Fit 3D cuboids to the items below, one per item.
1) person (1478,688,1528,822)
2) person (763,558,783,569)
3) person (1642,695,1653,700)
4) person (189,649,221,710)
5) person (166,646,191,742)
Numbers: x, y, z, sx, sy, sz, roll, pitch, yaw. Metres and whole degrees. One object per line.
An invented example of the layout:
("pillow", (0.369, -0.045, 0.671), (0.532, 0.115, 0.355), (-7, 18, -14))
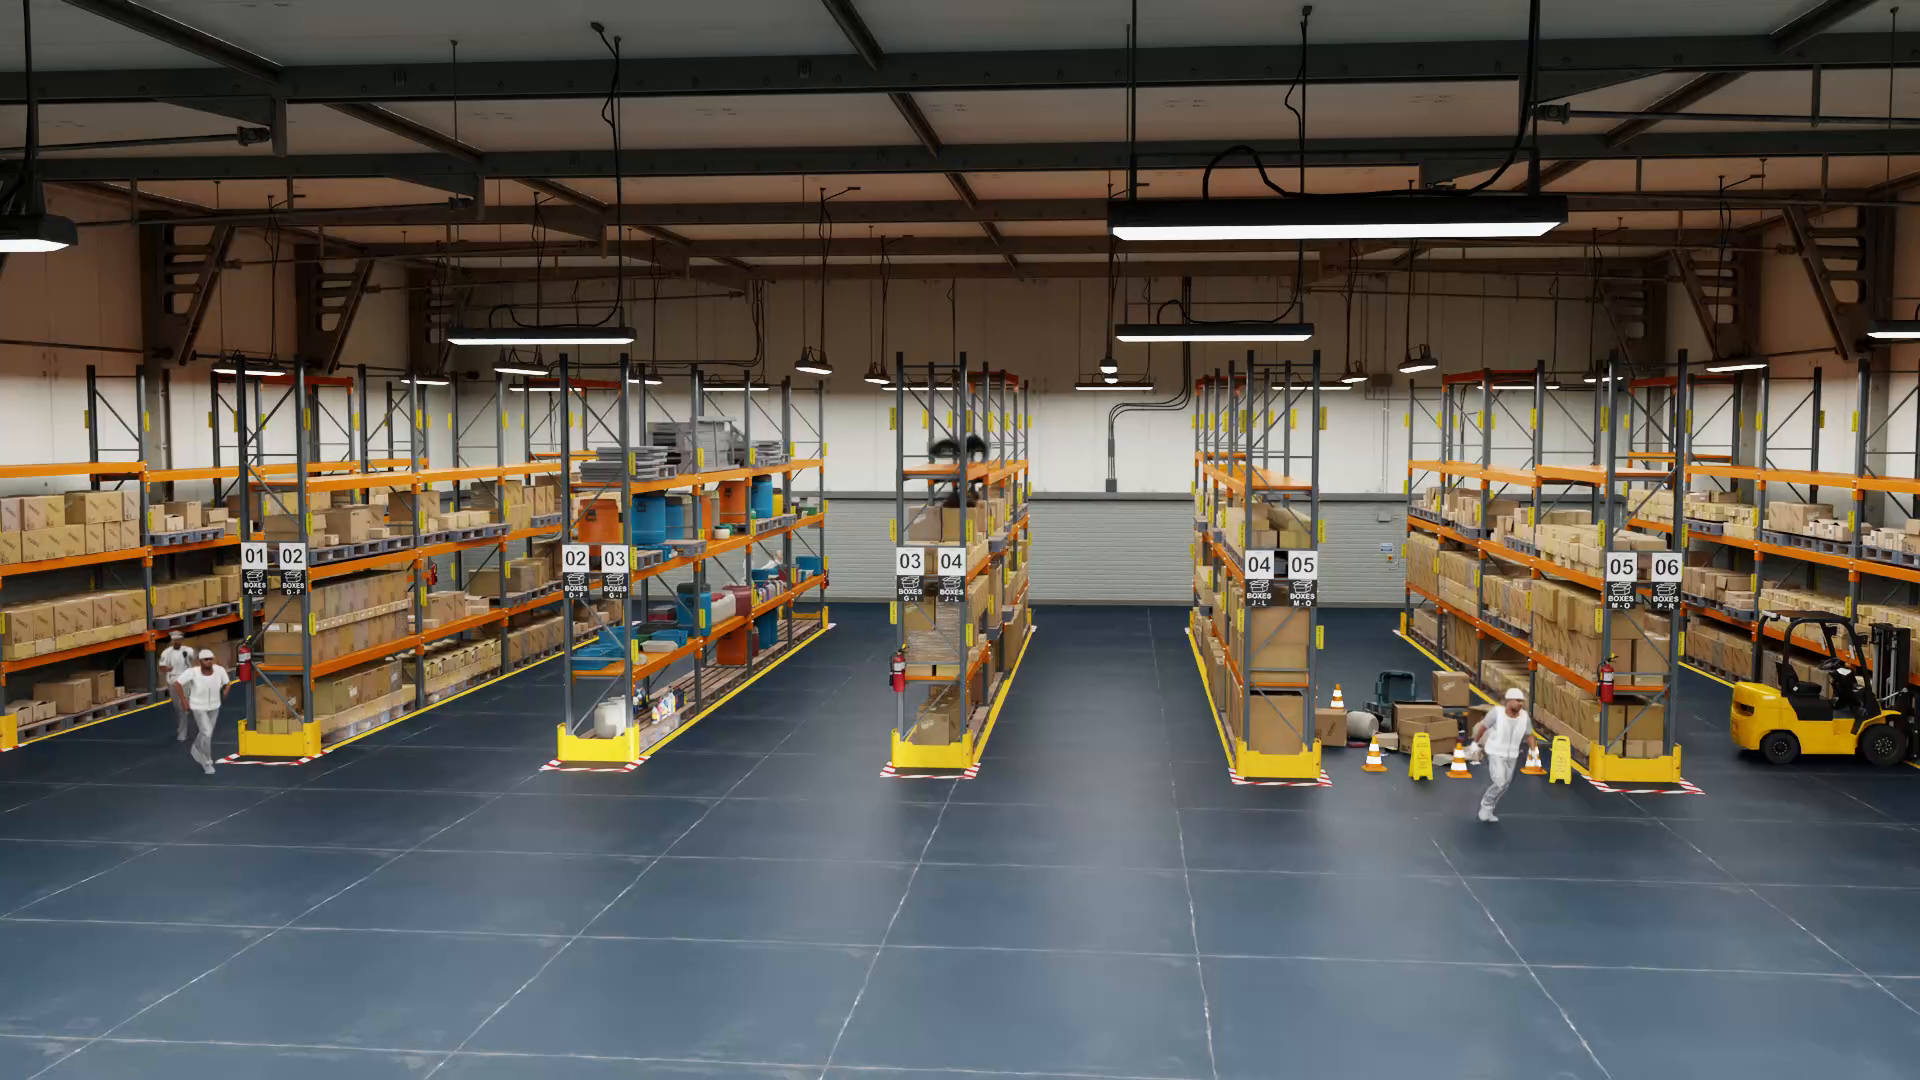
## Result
("person", (6.728, 2.665, 20.634), (0.564, 1.721, 0.647), (-1, 4, -15))
("person", (-4.624, 0.923, 41.944), (0.571, 0.945, 0.684), (0, 4, 6))
("person", (11.433, 2.164, 28.042), (0.670, 1.699, 0.899), (-1, 4, -8))
("person", (-10.762, 1.982, 23.750), (0.481, 0.866, 0.438), (4, 5, 42))
("person", (-12.343, 2.414, 26.368), (0.410, 1.493, 0.761), (-1, 4, -10))
